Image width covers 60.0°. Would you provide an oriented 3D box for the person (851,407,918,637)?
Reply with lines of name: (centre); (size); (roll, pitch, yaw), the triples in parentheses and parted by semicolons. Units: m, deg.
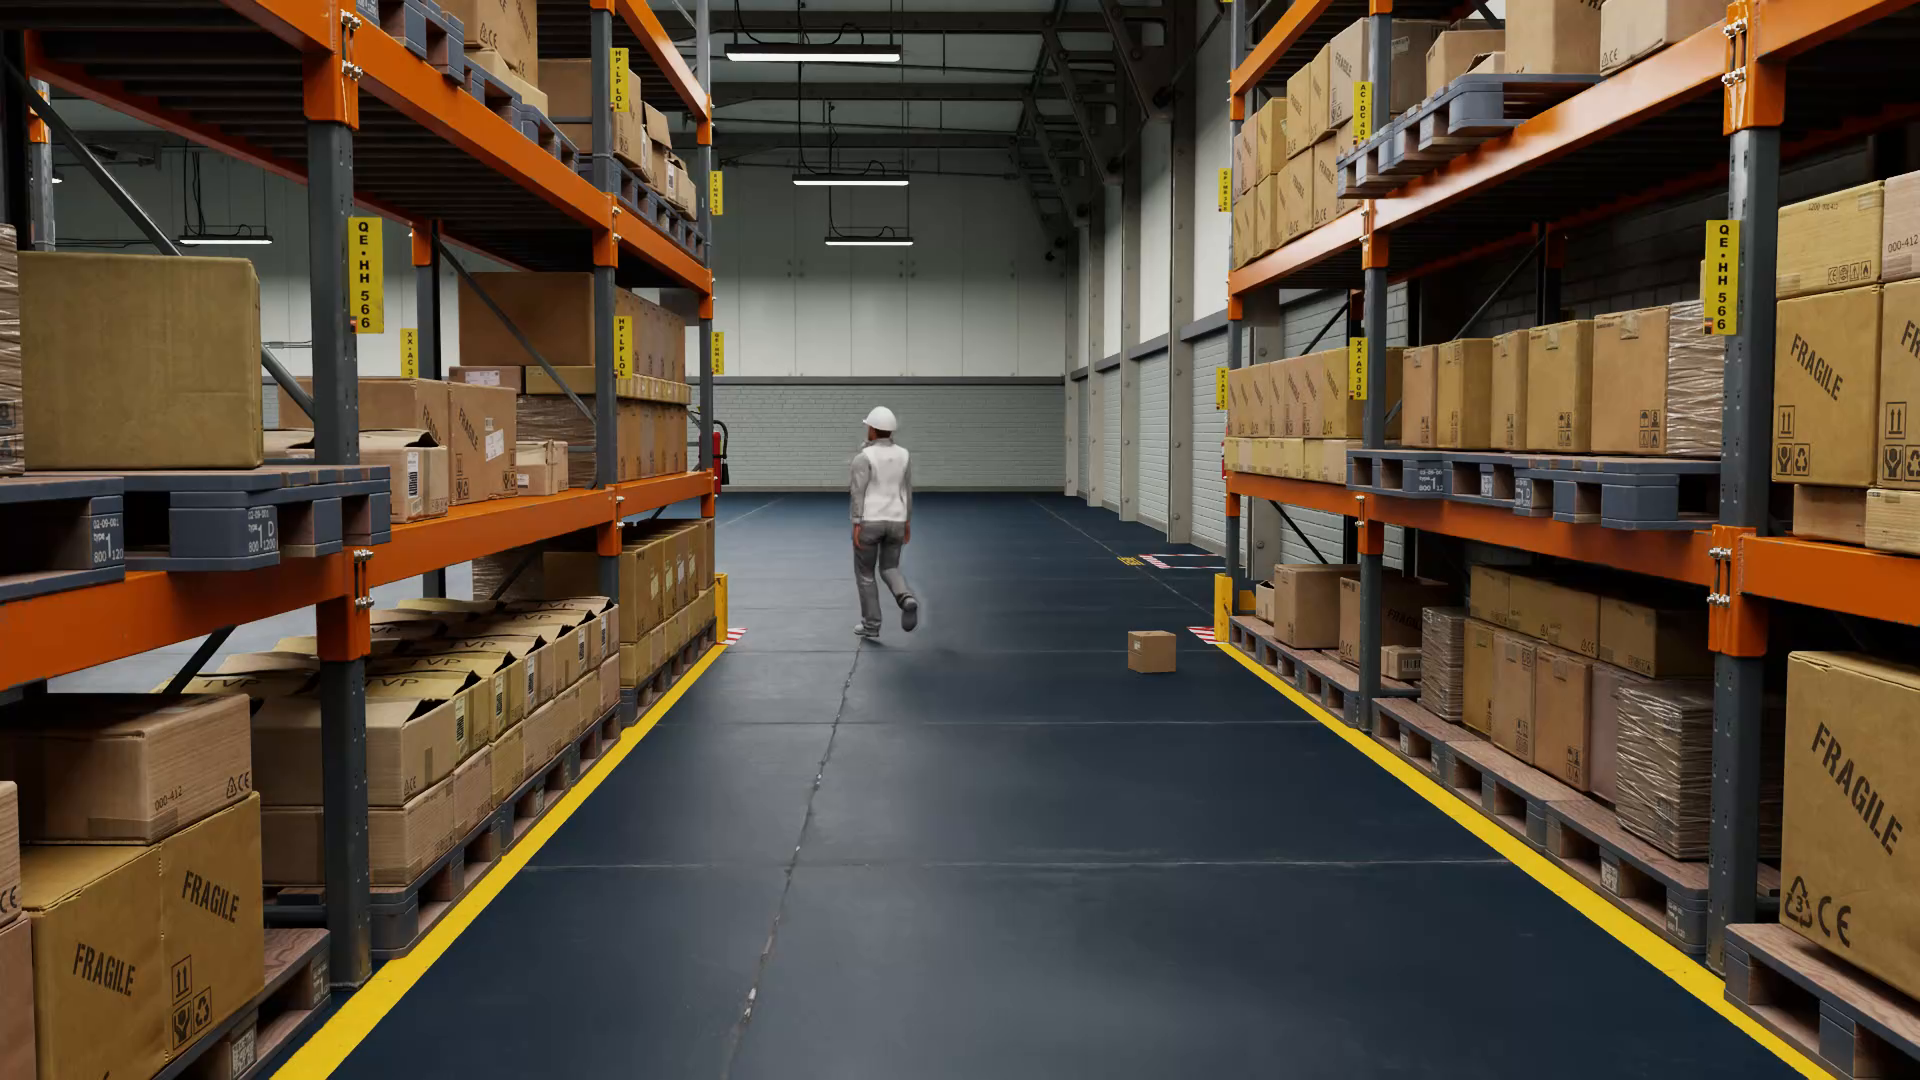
person: (-0.600, -0.136, 12.728); (0.545, 1.759, 0.597); (-2, 4, -33)
